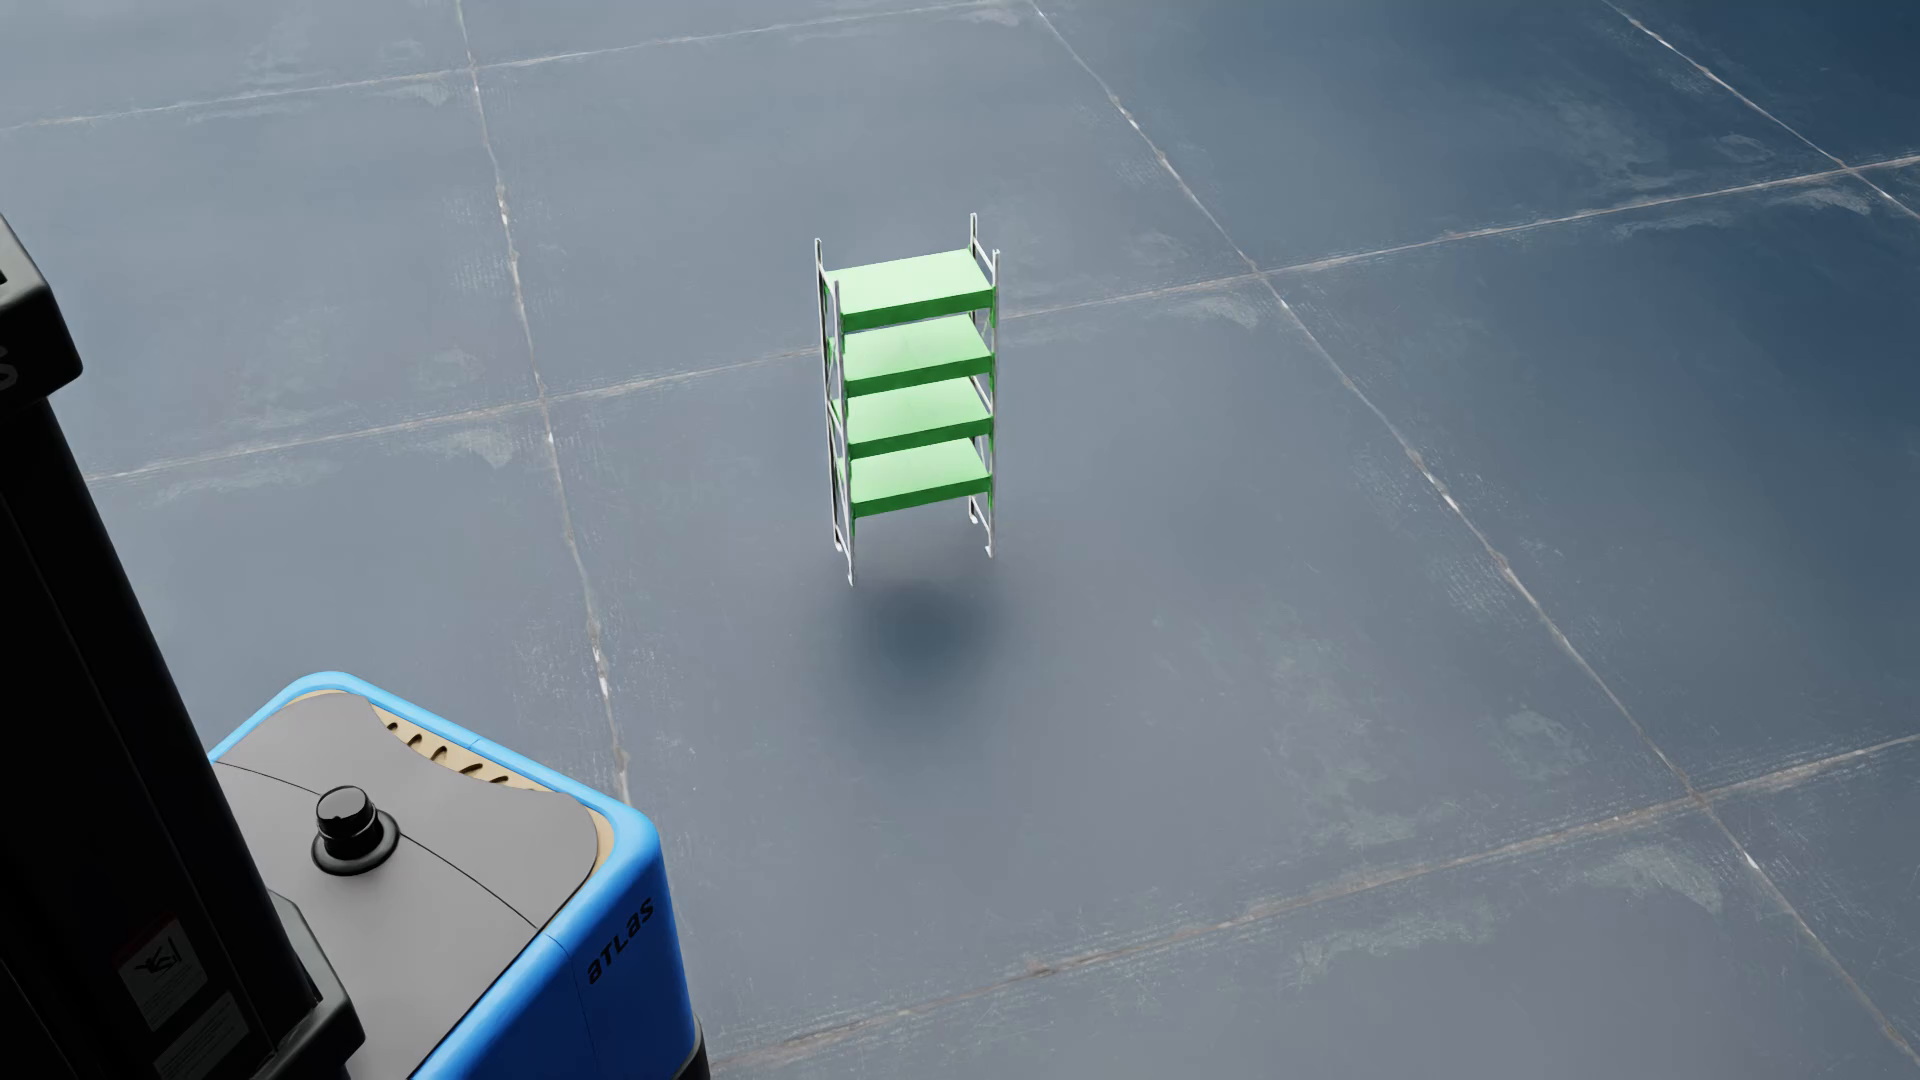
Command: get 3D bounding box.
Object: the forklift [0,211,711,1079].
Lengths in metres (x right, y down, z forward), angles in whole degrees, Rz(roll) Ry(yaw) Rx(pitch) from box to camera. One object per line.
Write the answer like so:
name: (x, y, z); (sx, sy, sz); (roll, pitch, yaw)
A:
forklift: (-1.767, 0.983, 2.397); (1.130, 2.935, 3.031); (20, 45, 22)

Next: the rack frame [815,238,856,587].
rack frame: (-0.391, -0.371, 5.263); (0.015, 1.200, 0.240); (-12, 42, -13)

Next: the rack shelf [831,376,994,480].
rack shelf: (-0.158, -0.371, 5.360); (0.480, 0.148, 0.258); (-12, 42, -13)

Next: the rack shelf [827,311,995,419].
rack shelf: (-0.158, -0.552, 5.202); (0.480, 0.148, 0.258); (-12, 42, -13)

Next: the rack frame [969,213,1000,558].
rack frame: (0.075, -0.467, 5.373); (0.015, 1.200, 0.240); (-12, 42, -13)

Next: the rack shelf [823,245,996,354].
rack shelf: (-0.158, -0.733, 5.044); (0.480, 0.148, 0.258); (-12, 42, -13)

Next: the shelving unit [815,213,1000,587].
shelving unit: (-0.158, -0.419, 5.318); (0.503, 1.200, 0.258); (-12, 42, -13)

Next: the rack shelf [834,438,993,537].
rack shelf: (-0.158, -0.190, 5.518); (0.480, 0.148, 0.258); (-12, 42, -13)
